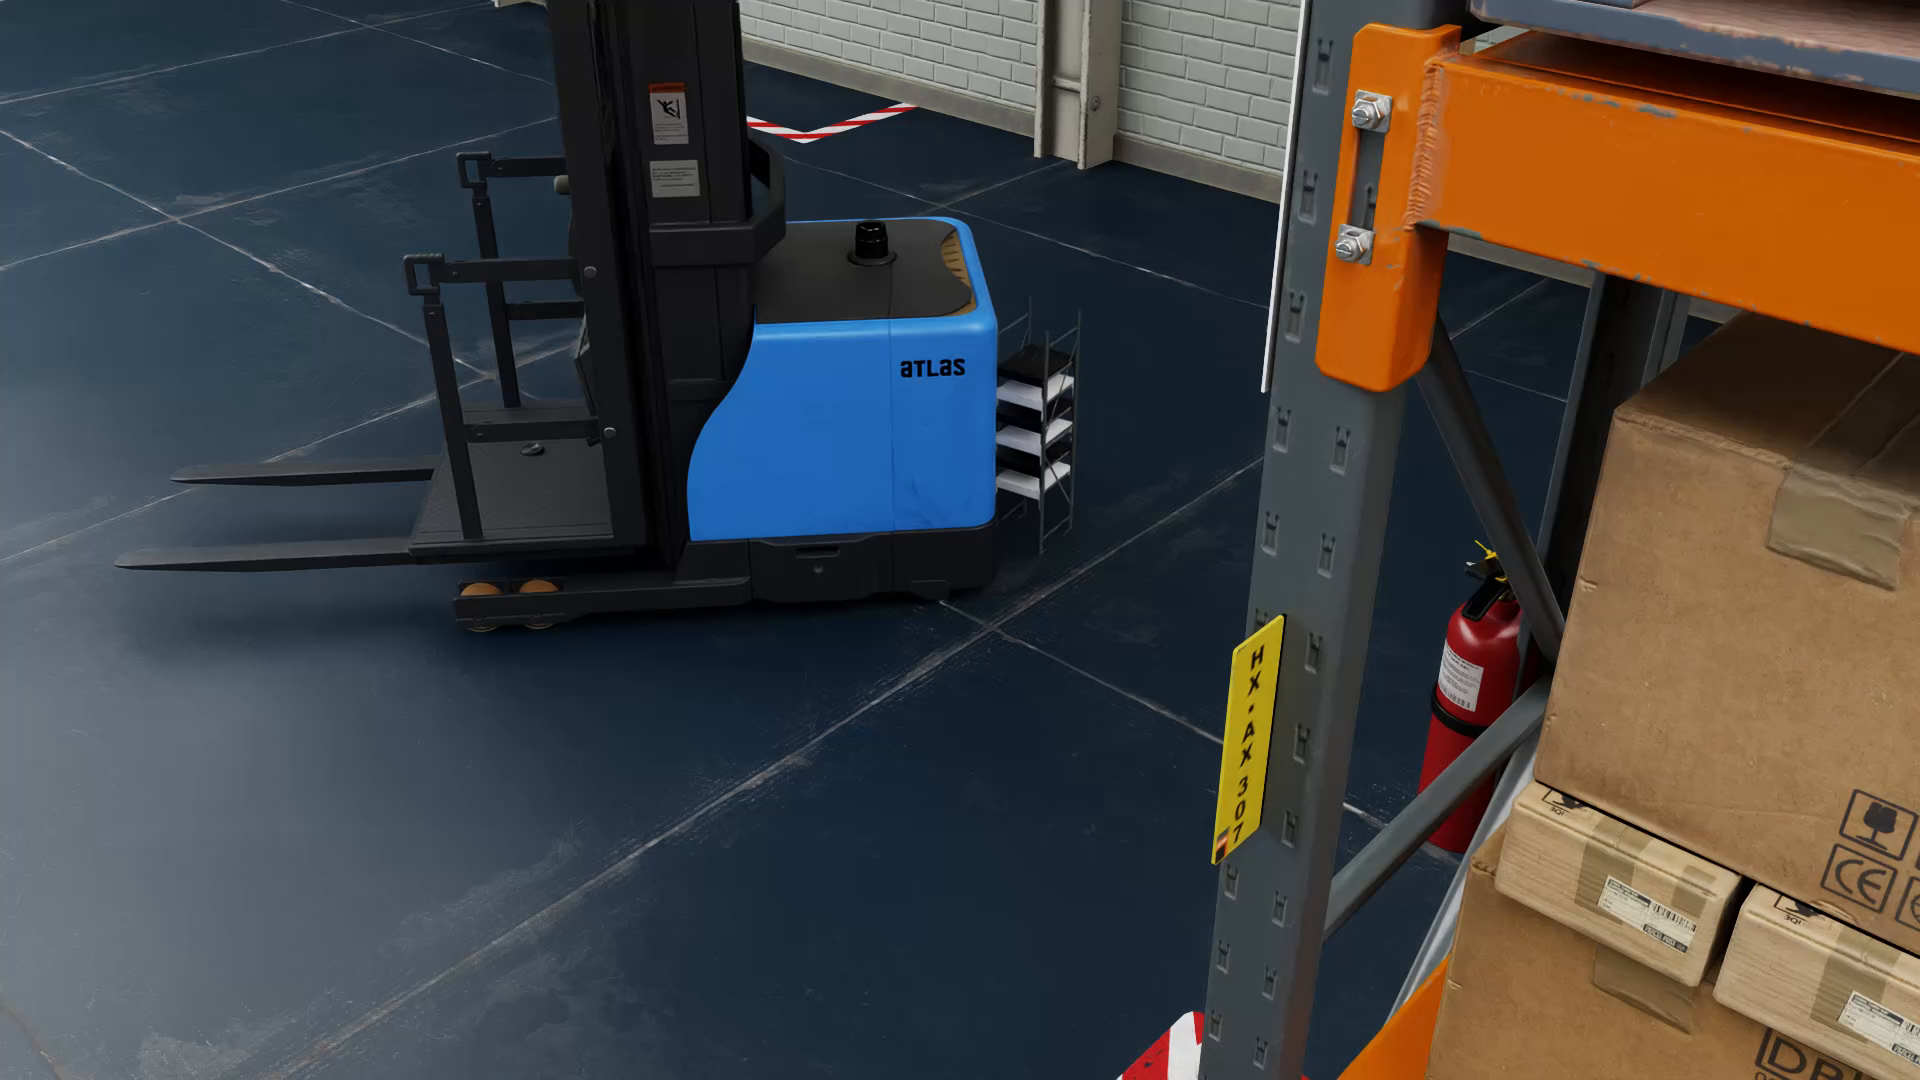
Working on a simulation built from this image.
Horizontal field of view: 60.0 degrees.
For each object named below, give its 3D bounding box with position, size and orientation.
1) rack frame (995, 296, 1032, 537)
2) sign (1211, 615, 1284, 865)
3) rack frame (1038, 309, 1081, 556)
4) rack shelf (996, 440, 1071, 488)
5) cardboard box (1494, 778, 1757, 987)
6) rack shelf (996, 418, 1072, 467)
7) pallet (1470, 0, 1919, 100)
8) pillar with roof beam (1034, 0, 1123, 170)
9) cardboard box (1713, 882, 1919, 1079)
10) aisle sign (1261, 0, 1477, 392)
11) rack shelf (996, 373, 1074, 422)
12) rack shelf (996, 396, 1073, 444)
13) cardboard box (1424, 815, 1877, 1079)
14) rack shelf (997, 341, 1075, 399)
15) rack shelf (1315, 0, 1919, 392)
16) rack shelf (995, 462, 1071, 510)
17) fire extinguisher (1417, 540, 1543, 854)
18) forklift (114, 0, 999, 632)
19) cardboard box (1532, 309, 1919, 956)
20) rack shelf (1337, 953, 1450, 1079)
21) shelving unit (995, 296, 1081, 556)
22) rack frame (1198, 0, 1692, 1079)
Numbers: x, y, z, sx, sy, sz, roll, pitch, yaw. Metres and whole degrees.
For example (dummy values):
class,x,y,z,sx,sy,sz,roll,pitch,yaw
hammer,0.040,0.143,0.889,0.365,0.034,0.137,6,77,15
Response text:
class,x,y,z,sx,sy,sz,roll,pitch,yaw
rack frame,0.188,-0.435,6.099,0.006,0.900,0.240,19,36,28
sign,0.348,0.247,2.016,0.005,0.325,0.100,25,39,35
rack frame,0.358,-0.377,6.004,0.006,0.900,0.240,19,36,28
rack shelf,0.273,-0.300,6.115,0.200,0.077,0.258,19,36,28
cardboard box,0.871,0.339,2.053,0.250,0.149,0.380,25,39,35
rack shelf,0.273,-0.377,6.069,0.200,0.077,0.258,19,36,28
pallet,1.232,-0.551,1.435,1.213,0.211,1.003,25,39,35
pillar with roof beam,-2.192,-4.543,5.072,0.400,9.000,9.100,25,39,35
cardboard box,1.069,0.429,1.903,0.250,0.149,0.380,24,38,34
aisle sign,0.470,-0.578,1.781,0.004,0.787,0.394,25,39,35
rack shelf,0.273,-0.532,5.976,0.200,0.077,0.258,19,36,28
rack shelf,0.273,-0.454,6.022,0.200,0.077,0.258,19,36,28
cardboard box,1.062,0.565,2.306,0.500,0.500,0.700,25,39,35
rack shelf,0.273,-0.609,5.930,0.200,0.077,0.258,19,36,28
rack shelf,2.208,0.157,0.871,4.000,0.370,1.077,25,39,35
rack shelf,0.273,-0.223,6.161,0.200,0.077,0.258,19,36,28
fire extinguisher,0.949,0.256,2.992,0.183,0.674,0.296,25,39,35
forklift,-1.414,-1.225,5.443,3.031,2.935,1.130,-3,31,-5
cardboard box,1.102,0.027,1.941,0.500,0.500,0.700,25,39,35
rack shelf,2.208,1.442,1.644,4.000,0.370,1.077,25,39,35
shelving unit,0.273,-0.406,6.052,0.210,0.900,0.258,19,36,28
rack frame,0.727,0.440,2.611,0.053,2.616,0.949,25,39,35
